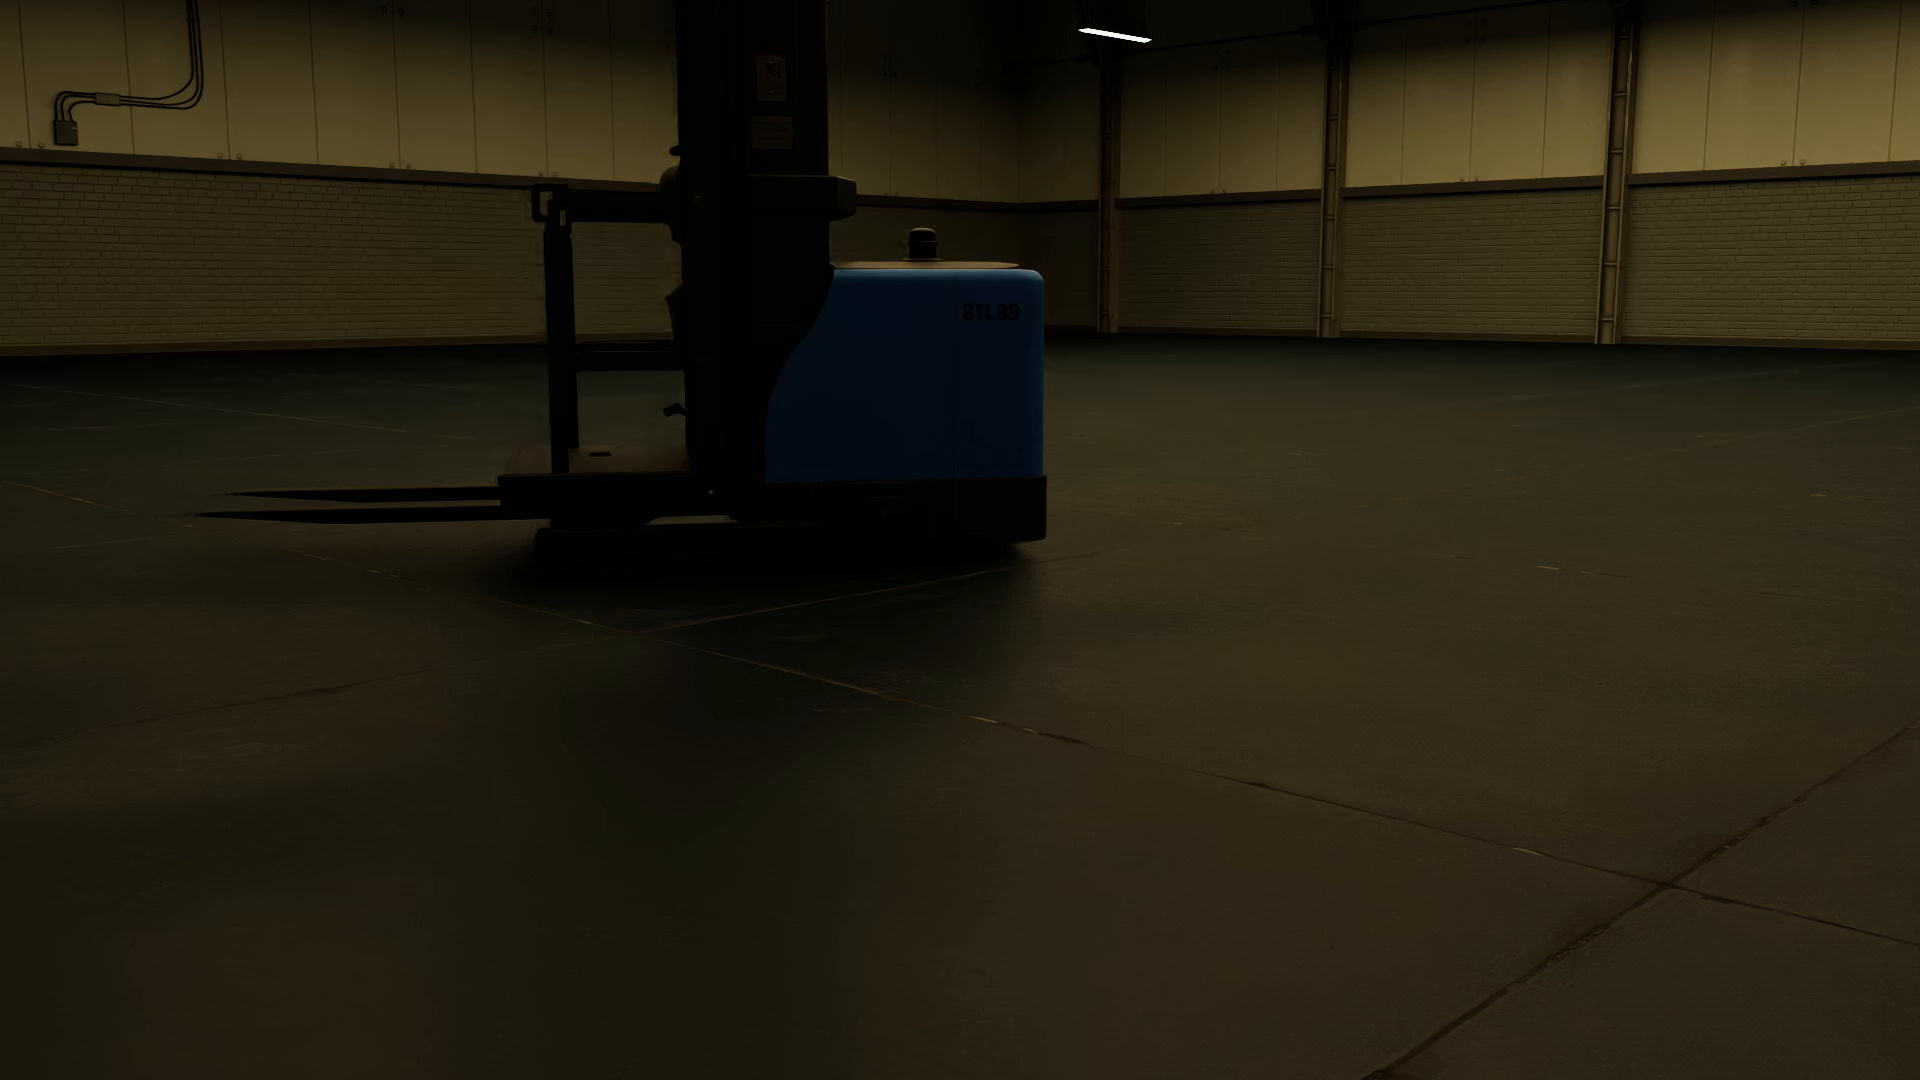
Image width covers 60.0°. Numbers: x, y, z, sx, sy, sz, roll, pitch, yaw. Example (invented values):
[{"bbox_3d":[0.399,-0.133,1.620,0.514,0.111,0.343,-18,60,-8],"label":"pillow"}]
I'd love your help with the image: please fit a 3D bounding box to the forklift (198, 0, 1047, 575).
[{"bbox_3d":[-1.243,-1.410,6.236,3.031,2.935,1.130,-2,9,-11],"label":"forklift"}]
